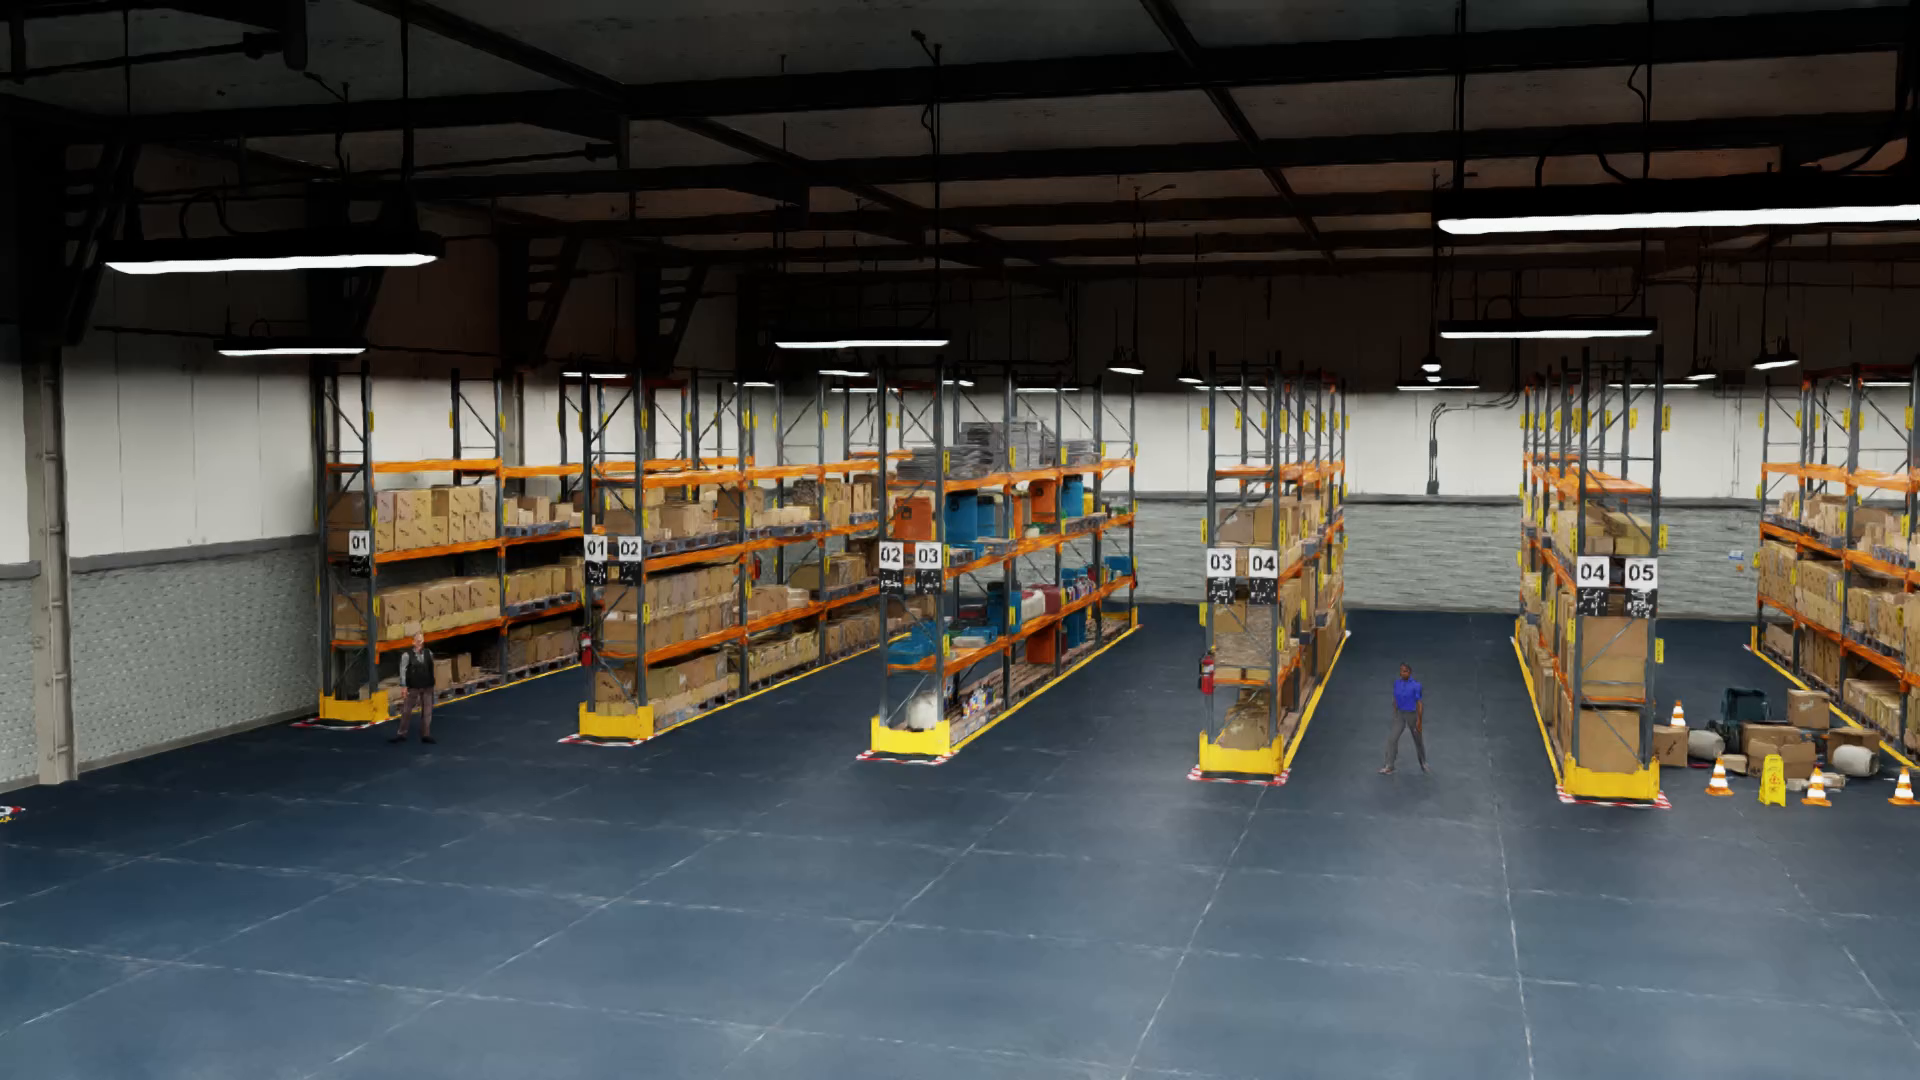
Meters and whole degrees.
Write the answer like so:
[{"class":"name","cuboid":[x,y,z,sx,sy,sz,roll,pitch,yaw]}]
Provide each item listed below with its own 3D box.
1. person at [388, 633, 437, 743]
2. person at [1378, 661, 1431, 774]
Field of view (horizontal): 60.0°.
[{"class":"person","cuboid":[-8.520,2.304,25.833,0.709,1.719,0.478,-2,5,-31]},{"class":"person","cuboid":[6.342,2.544,23.612,0.491,1.541,0.933,3,5,40]}]
